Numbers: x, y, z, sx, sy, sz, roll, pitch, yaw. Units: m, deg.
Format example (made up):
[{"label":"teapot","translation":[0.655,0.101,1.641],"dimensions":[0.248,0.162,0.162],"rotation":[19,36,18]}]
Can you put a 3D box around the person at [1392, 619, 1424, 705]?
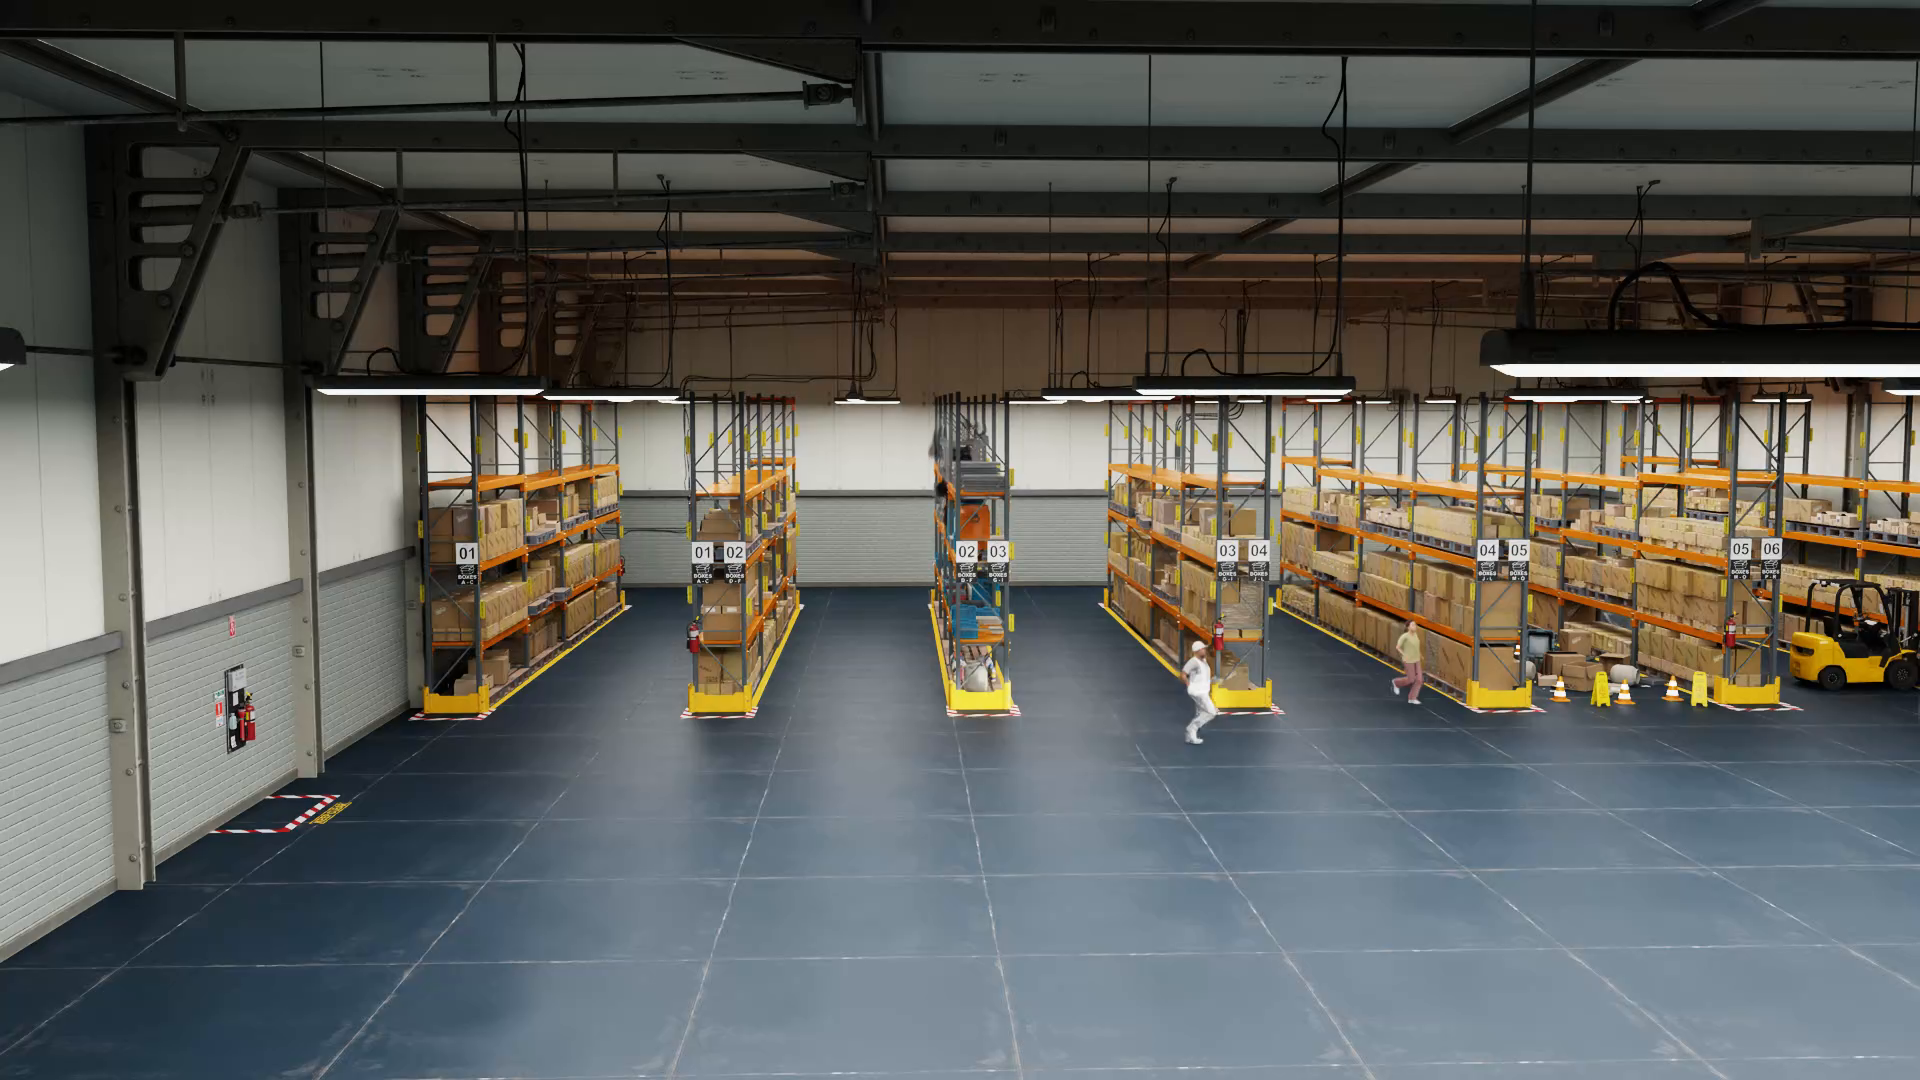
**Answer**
[{"label":"person","translation":[8.685,2.336,32.139],"dimensions":[0.596,1.626,0.686],"rotation":[-3,5,-30]}]

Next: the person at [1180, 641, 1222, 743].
[{"label":"person","translation":[4.104,2.584,28.138],"dimensions":[0.627,1.738,0.670],"rotation":[2,5,23]}]

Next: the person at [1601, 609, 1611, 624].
[{"label":"person","translation":[16.495,1.508,42.297],"dimensions":[0.627,1.680,0.656],"rotation":[0,5,-3]}]

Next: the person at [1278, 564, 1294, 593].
[{"label":"person","translation":[9.689,1.018,48.966],"dimensions":[0.725,1.620,0.548],"rotation":[0,5,0]}]
